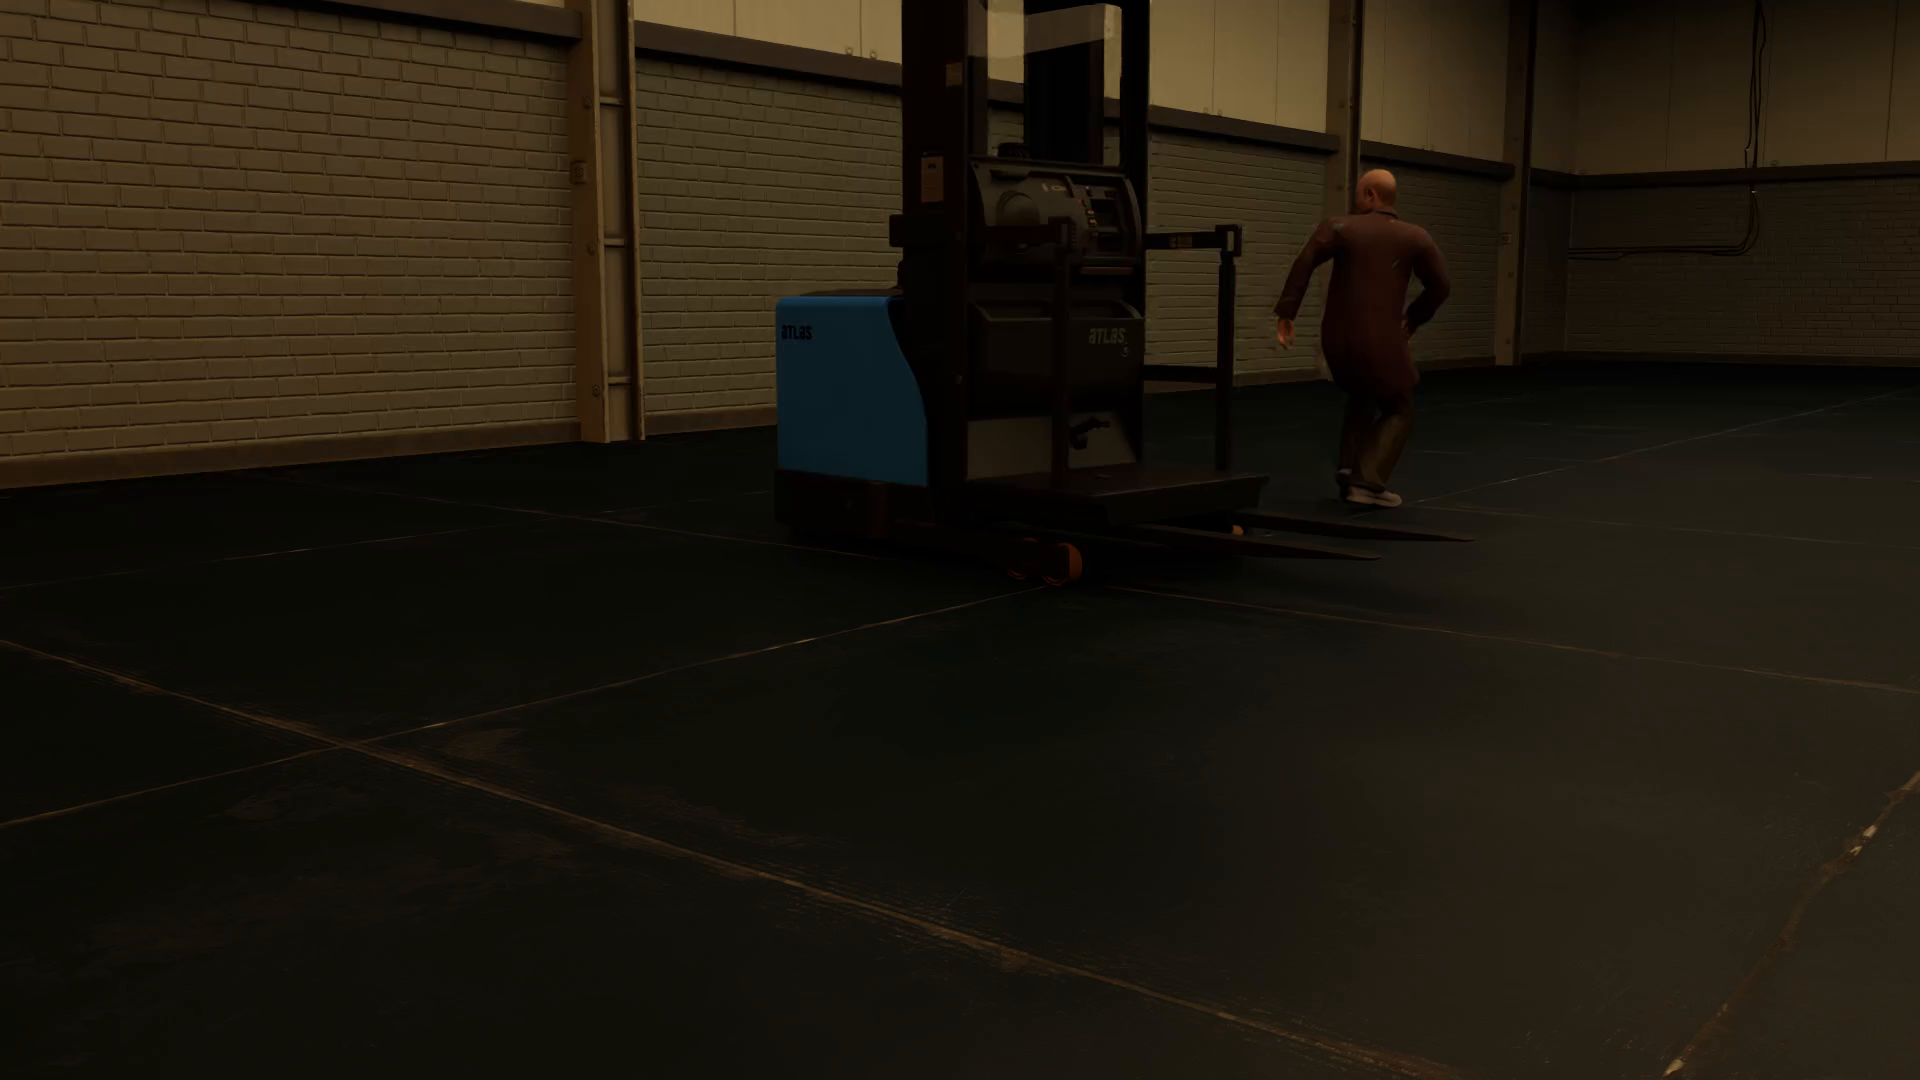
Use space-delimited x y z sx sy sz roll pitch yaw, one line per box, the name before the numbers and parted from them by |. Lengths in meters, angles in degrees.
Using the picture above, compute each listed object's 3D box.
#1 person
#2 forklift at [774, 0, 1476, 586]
person | 2.077 -0.995 8.494 0.728 1.763 0.799 6 10 37
forklift | 0.547 -1.360 6.578 1.130 2.935 3.031 -8 11 -43
